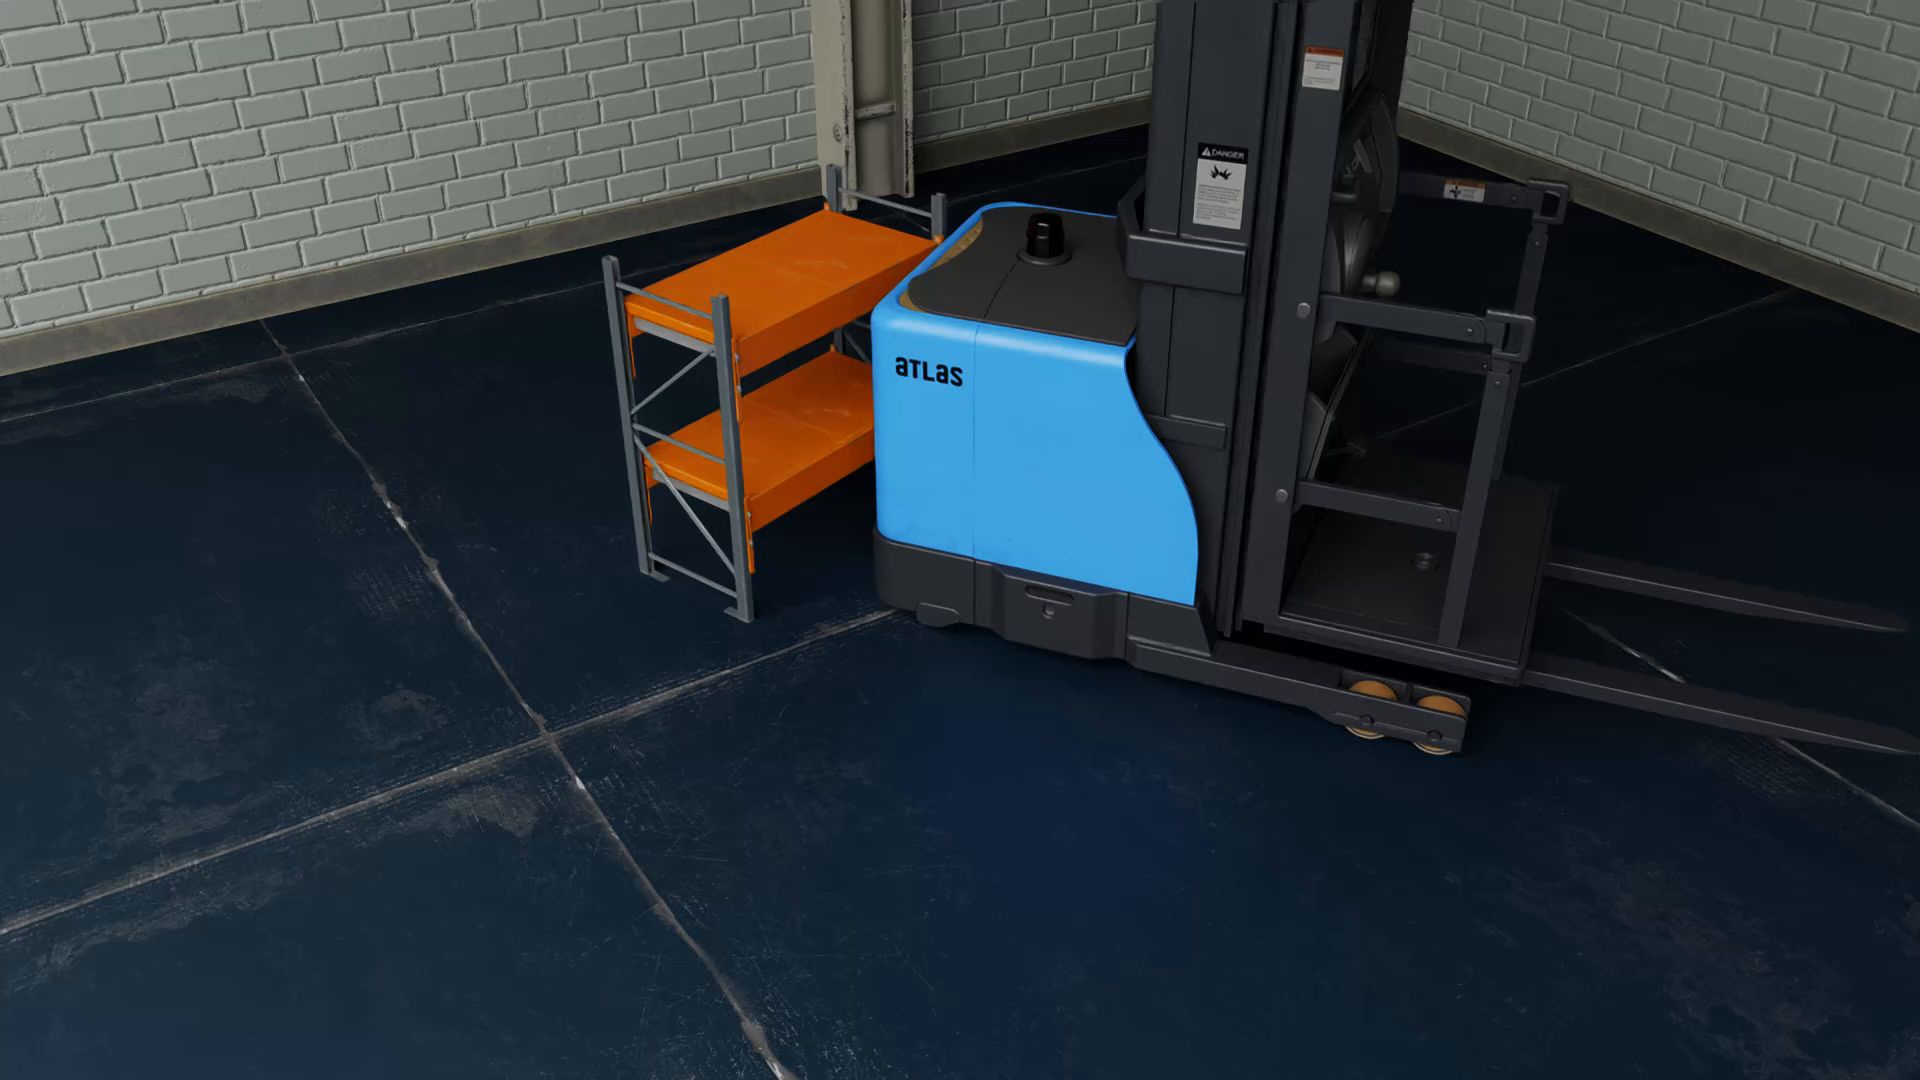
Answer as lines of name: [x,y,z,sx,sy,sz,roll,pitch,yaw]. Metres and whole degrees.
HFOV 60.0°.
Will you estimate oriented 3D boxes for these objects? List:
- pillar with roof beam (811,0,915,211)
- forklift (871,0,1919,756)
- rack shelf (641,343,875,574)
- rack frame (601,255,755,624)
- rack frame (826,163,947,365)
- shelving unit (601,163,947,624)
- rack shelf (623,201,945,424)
pillar with roof beam: [1.854,-3.658,3.114,0.400,9.000,9.100,-19,37,-27]
forklift: [1.294,-0.946,4.503,3.031,2.935,1.130,12,34,18]
rack shelf: [-0.558,-0.303,5.634,0.538,0.278,1.000,22,38,31]
rack frame: [-0.867,-0.294,5.162,0.500,1.125,0.032,22,38,31]
rack frame: [-0.250,-0.725,5.845,0.500,1.125,0.032,22,38,31]
shelving unit: [-0.558,-0.510,5.504,0.538,1.125,1.048,22,38,31]
rack shelf: [-0.558,-0.757,5.348,0.538,0.278,1.000,22,38,31]
